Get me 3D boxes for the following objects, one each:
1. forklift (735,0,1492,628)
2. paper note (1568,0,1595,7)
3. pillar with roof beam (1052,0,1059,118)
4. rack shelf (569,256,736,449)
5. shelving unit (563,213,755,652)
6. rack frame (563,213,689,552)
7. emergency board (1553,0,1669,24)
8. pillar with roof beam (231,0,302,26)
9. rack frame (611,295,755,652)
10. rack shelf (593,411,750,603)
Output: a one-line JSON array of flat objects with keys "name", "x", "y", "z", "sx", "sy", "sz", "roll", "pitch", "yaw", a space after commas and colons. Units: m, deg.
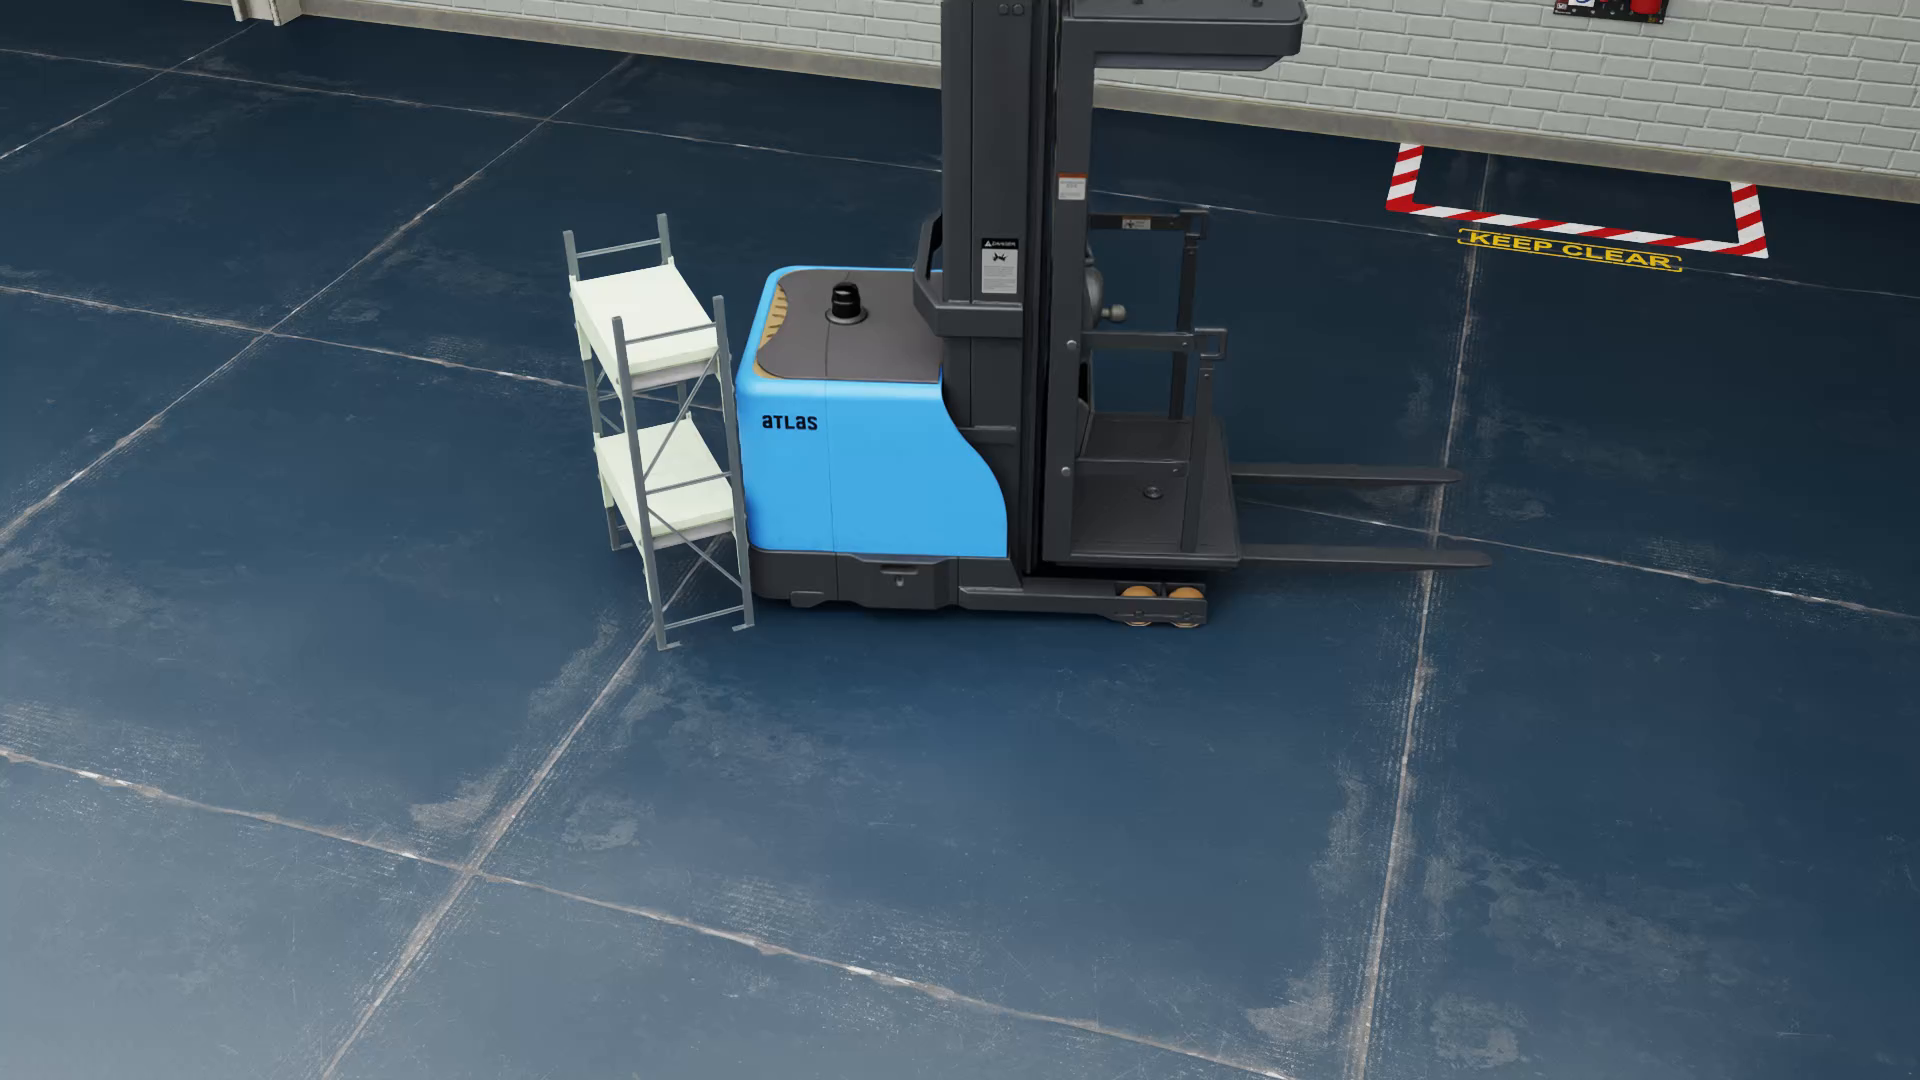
[{"name": "forklift", "x": 0.665, "y": -1.148, "z": 6.337, "sx": 3.031, "sy": 2.935, "sz": 1.130, "roll": 2, "pitch": 36, "yaw": 2}, {"name": "paper note", "x": 3.704, "y": -3.249, "z": 9.877, "sx": 0.142, "sy": 0.148, "sz": 0.016, "roll": 10, "pitch": 38, "yaw": 14}, {"name": "pillar with roof beam", "x": -0.811, "y": -4.116, "z": 5.251, "sx": 0.400, "sy": 9.000, "sz": 9.100, "roll": 10, "pitch": 38, "yaw": 14}, {"name": "rack shelf", "x": -1.172, "y": -0.724, "z": 6.310, "sx": 0.431, "sy": 0.370, "sz": 0.720, "roll": -15, "pitch": 39, "yaw": -19}, {"name": "shelving unit", "x": -1.172, "y": -0.409, "z": 6.541, "sx": 0.431, "sy": 1.500, "sz": 0.755, "roll": -15, "pitch": 39, "yaw": -19}, {"name": "rack frame", "x": -1.320, "y": -0.608, "z": 6.810, "sx": 0.400, "sy": 1.500, "sz": 0.023, "roll": -15, "pitch": 39, "yaw": -19}, {"name": "emergency board", "x": 3.852, "y": -3.533, "z": 9.520, "sx": 0.643, "sy": 1.169, "sz": 0.194, "roll": 10, "pitch": 38, "yaw": 14}, {"name": "pillar with roof beam", "x": -6.538, "y": -5.176, "z": 6.692, "sx": 0.400, "sy": 9.000, "sz": 9.100, "roll": 10, "pitch": 38, "yaw": 14}, {"name": "rack frame", "x": -1.024, "y": -0.211, "z": 6.271, "sx": 0.400, "sy": 1.500, "sz": 0.023, "roll": -15, "pitch": 39, "yaw": -19}, {"name": "rack shelf", "x": -1.172, "y": -0.147, "z": 6.734, "sx": 0.431, "sy": 0.370, "sz": 0.720, "roll": -15, "pitch": 39, "yaw": -19}]
